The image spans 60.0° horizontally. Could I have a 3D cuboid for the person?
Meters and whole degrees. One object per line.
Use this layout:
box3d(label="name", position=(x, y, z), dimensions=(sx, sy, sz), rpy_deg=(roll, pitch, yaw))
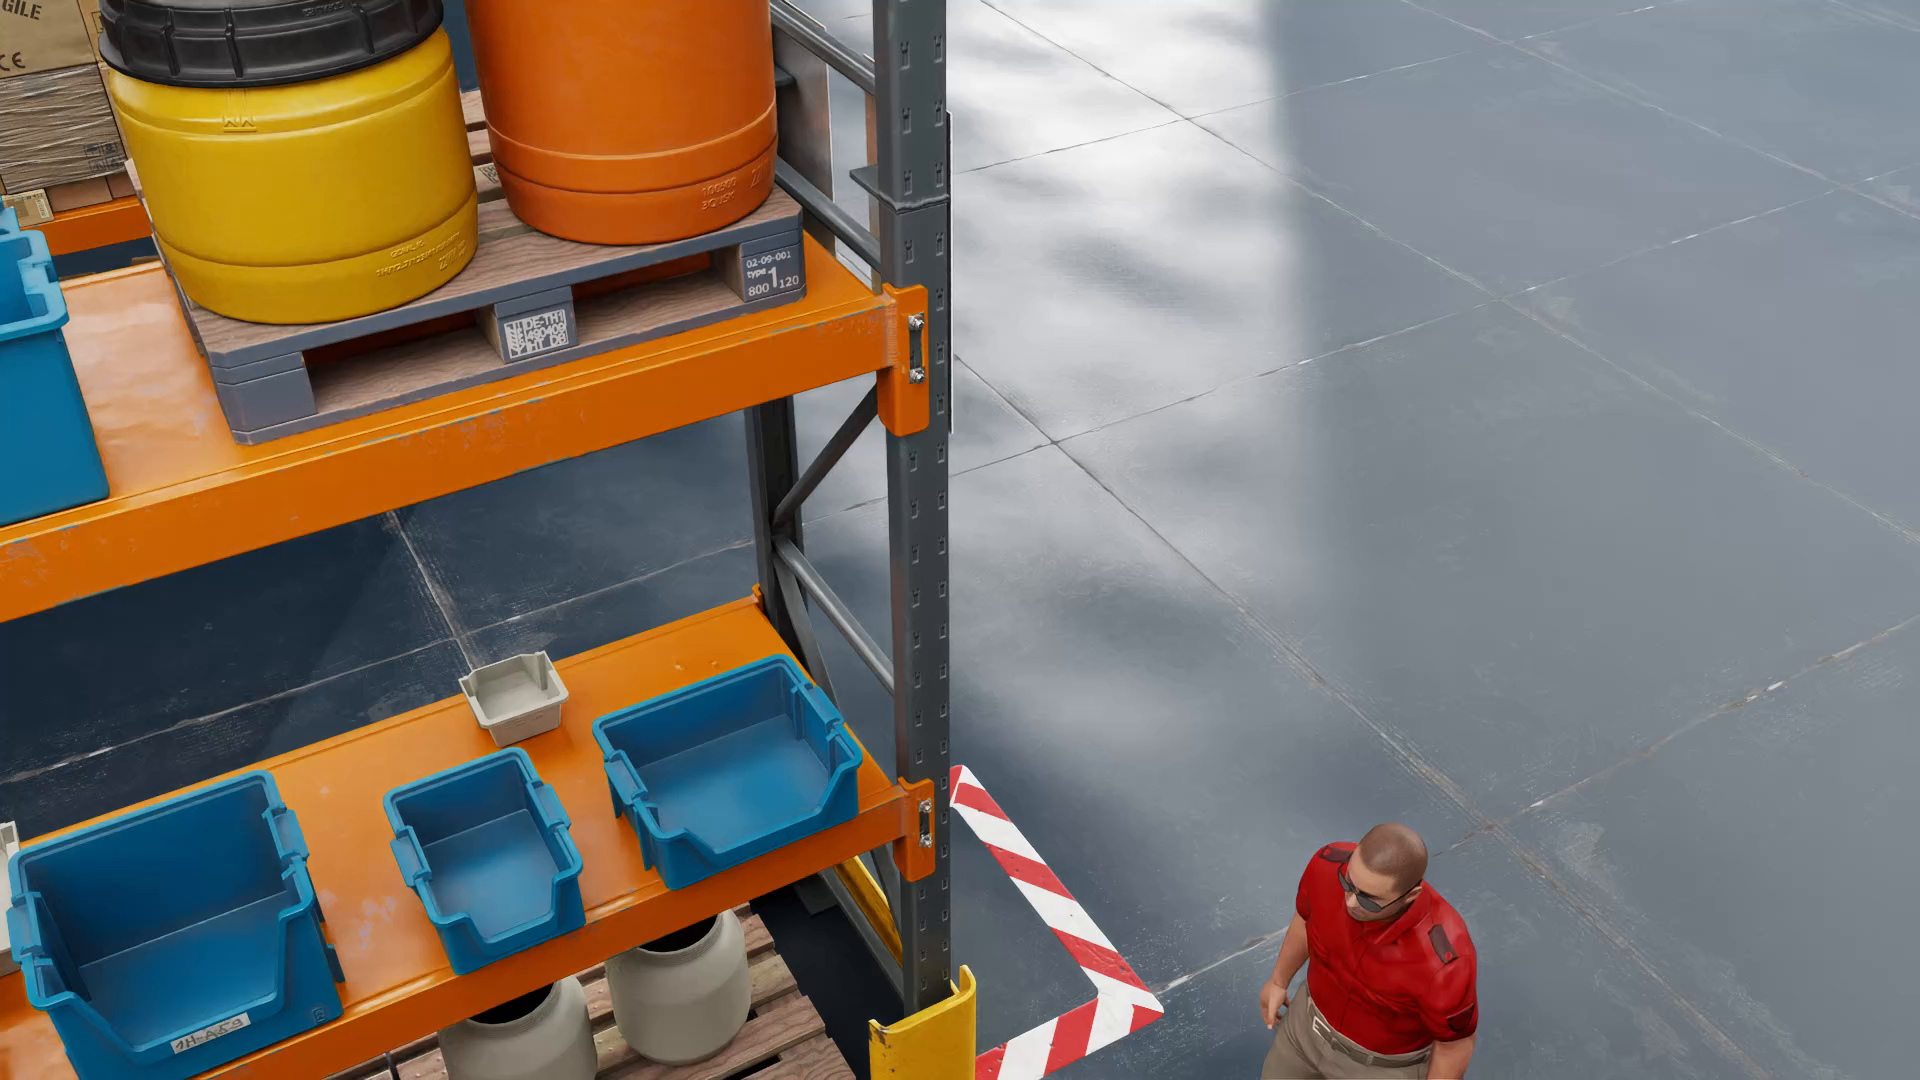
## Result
box3d(label="person", position=(1.025, 1.332, 4.367), dimensions=(0.393, 1.726, 0.601), rpy_deg=(-22, 42, -26))
